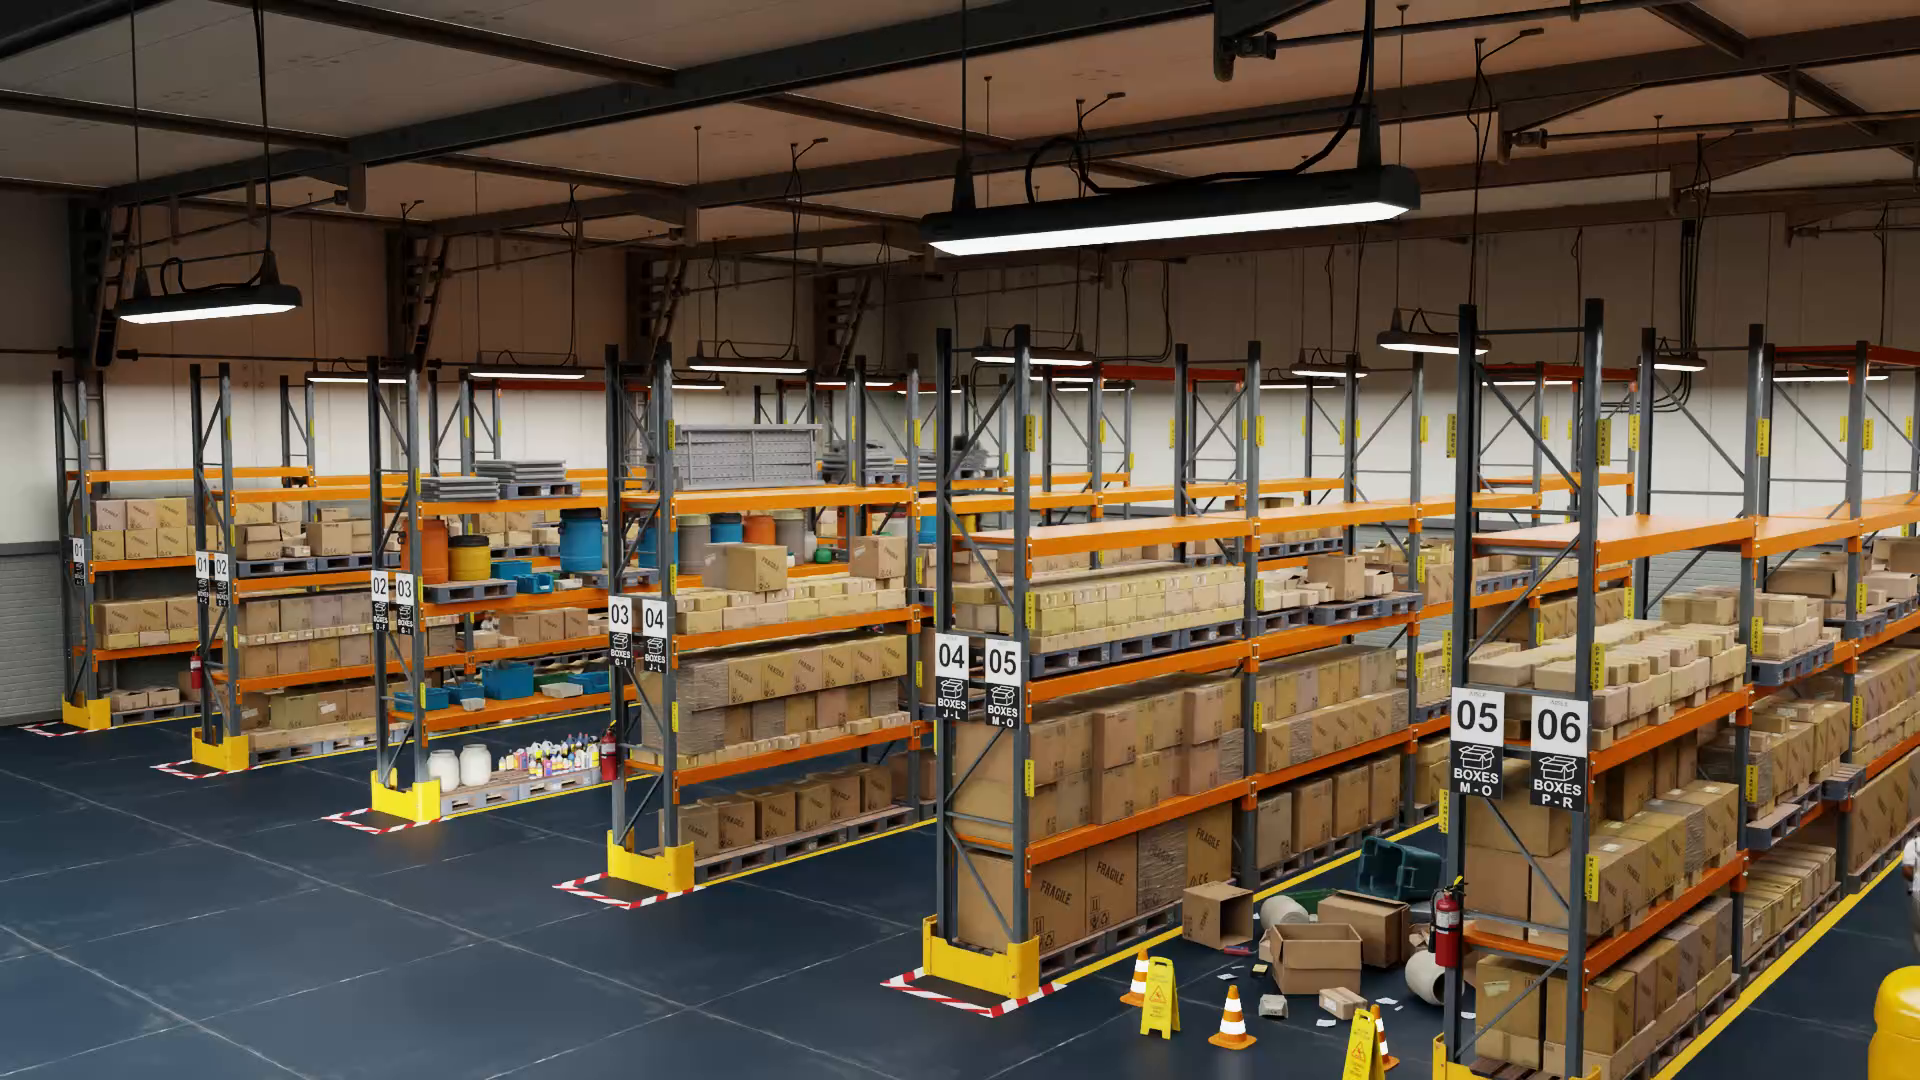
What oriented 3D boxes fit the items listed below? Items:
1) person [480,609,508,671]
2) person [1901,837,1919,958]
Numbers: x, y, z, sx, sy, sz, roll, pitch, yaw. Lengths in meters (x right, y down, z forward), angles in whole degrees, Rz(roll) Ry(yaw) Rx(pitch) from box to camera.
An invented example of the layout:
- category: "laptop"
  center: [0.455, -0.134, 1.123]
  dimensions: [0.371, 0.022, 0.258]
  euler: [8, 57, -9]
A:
- category: "person"
  center: [-8.799, 2.058, 31.643]
  dimensions: [0.596, 1.659, 0.940]
  euler: [2, 5, 25]
- category: "person"
  center: [9.048, 3.327, 15.352]
  dimensions: [0.633, 1.485, 0.831]
  euler: [2, 4, 23]
